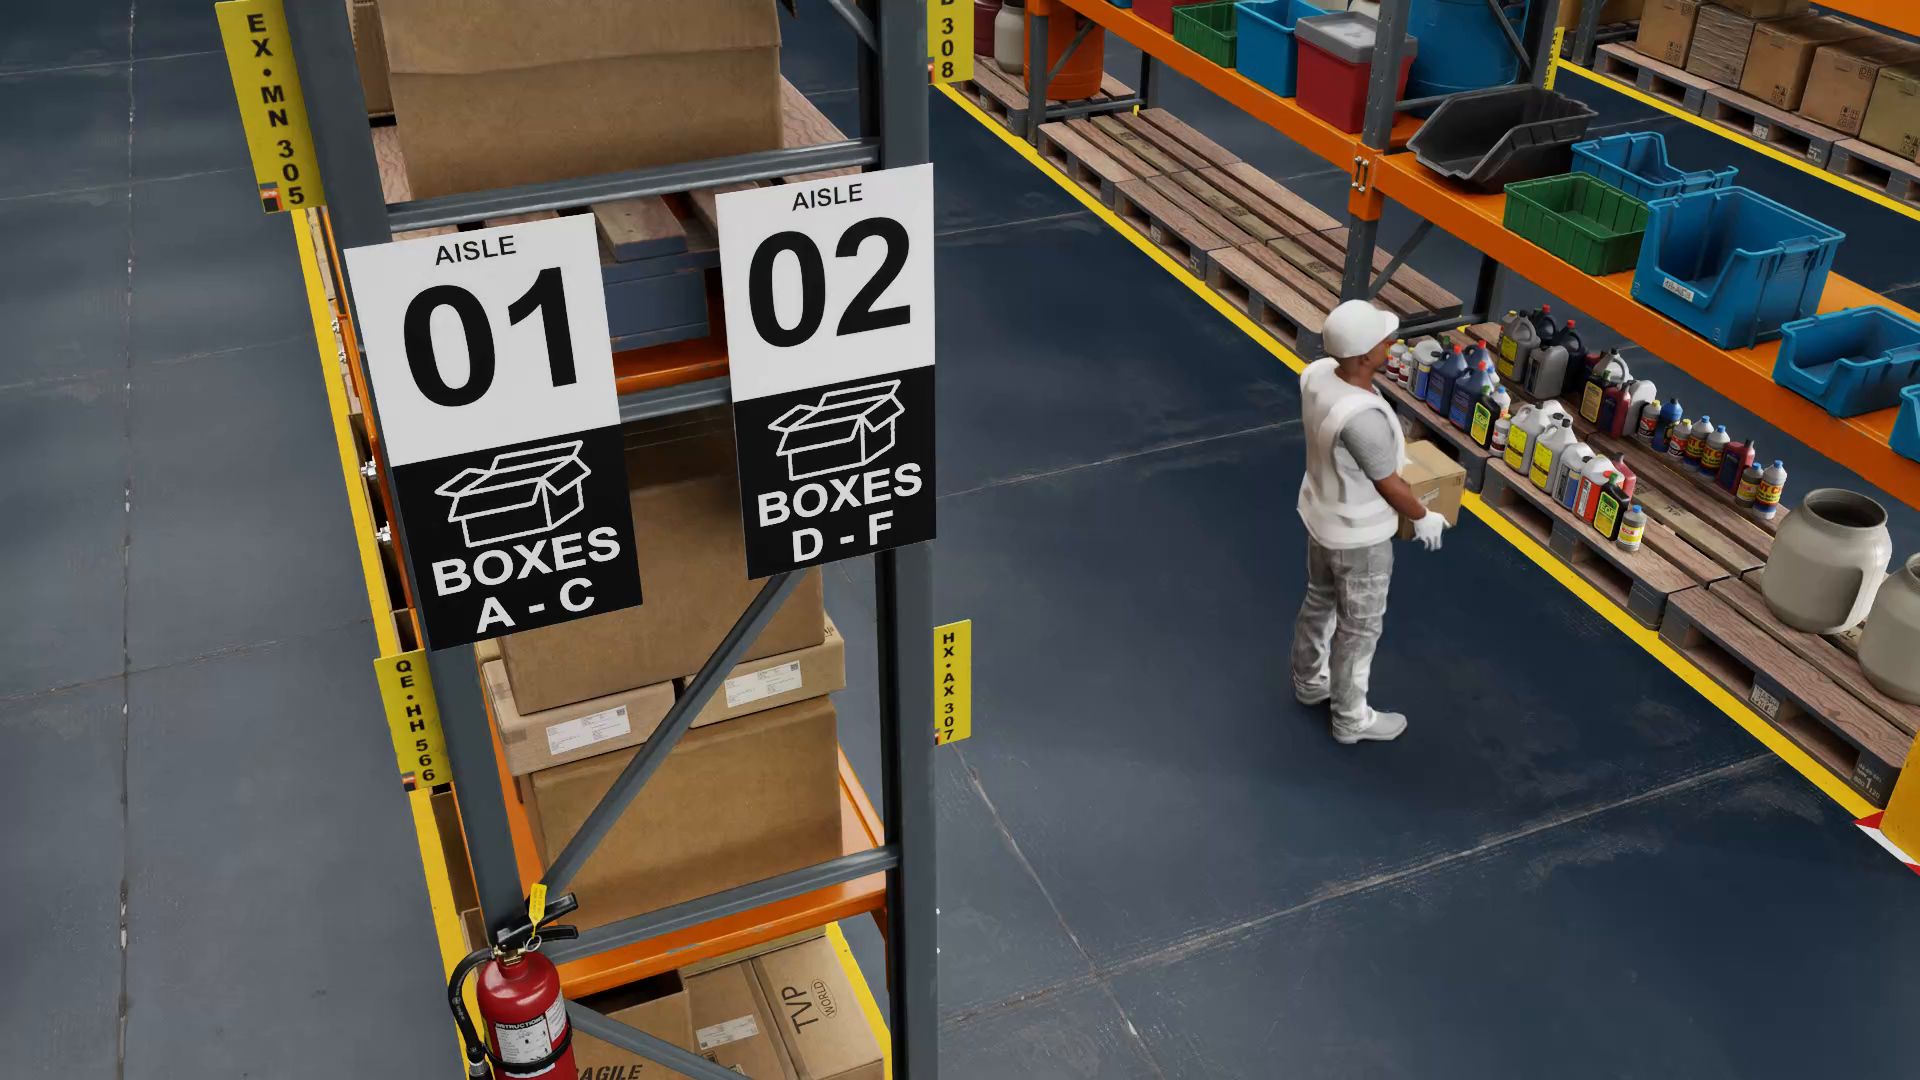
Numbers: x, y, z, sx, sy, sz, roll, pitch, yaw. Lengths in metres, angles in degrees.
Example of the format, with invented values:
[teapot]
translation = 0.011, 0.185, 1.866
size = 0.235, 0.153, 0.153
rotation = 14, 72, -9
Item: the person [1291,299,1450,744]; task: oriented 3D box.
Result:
[person]
translation = 1.524, -0.074, 6.231
size = 0.550, 1.788, 0.526
rotation = -4, 33, -7
